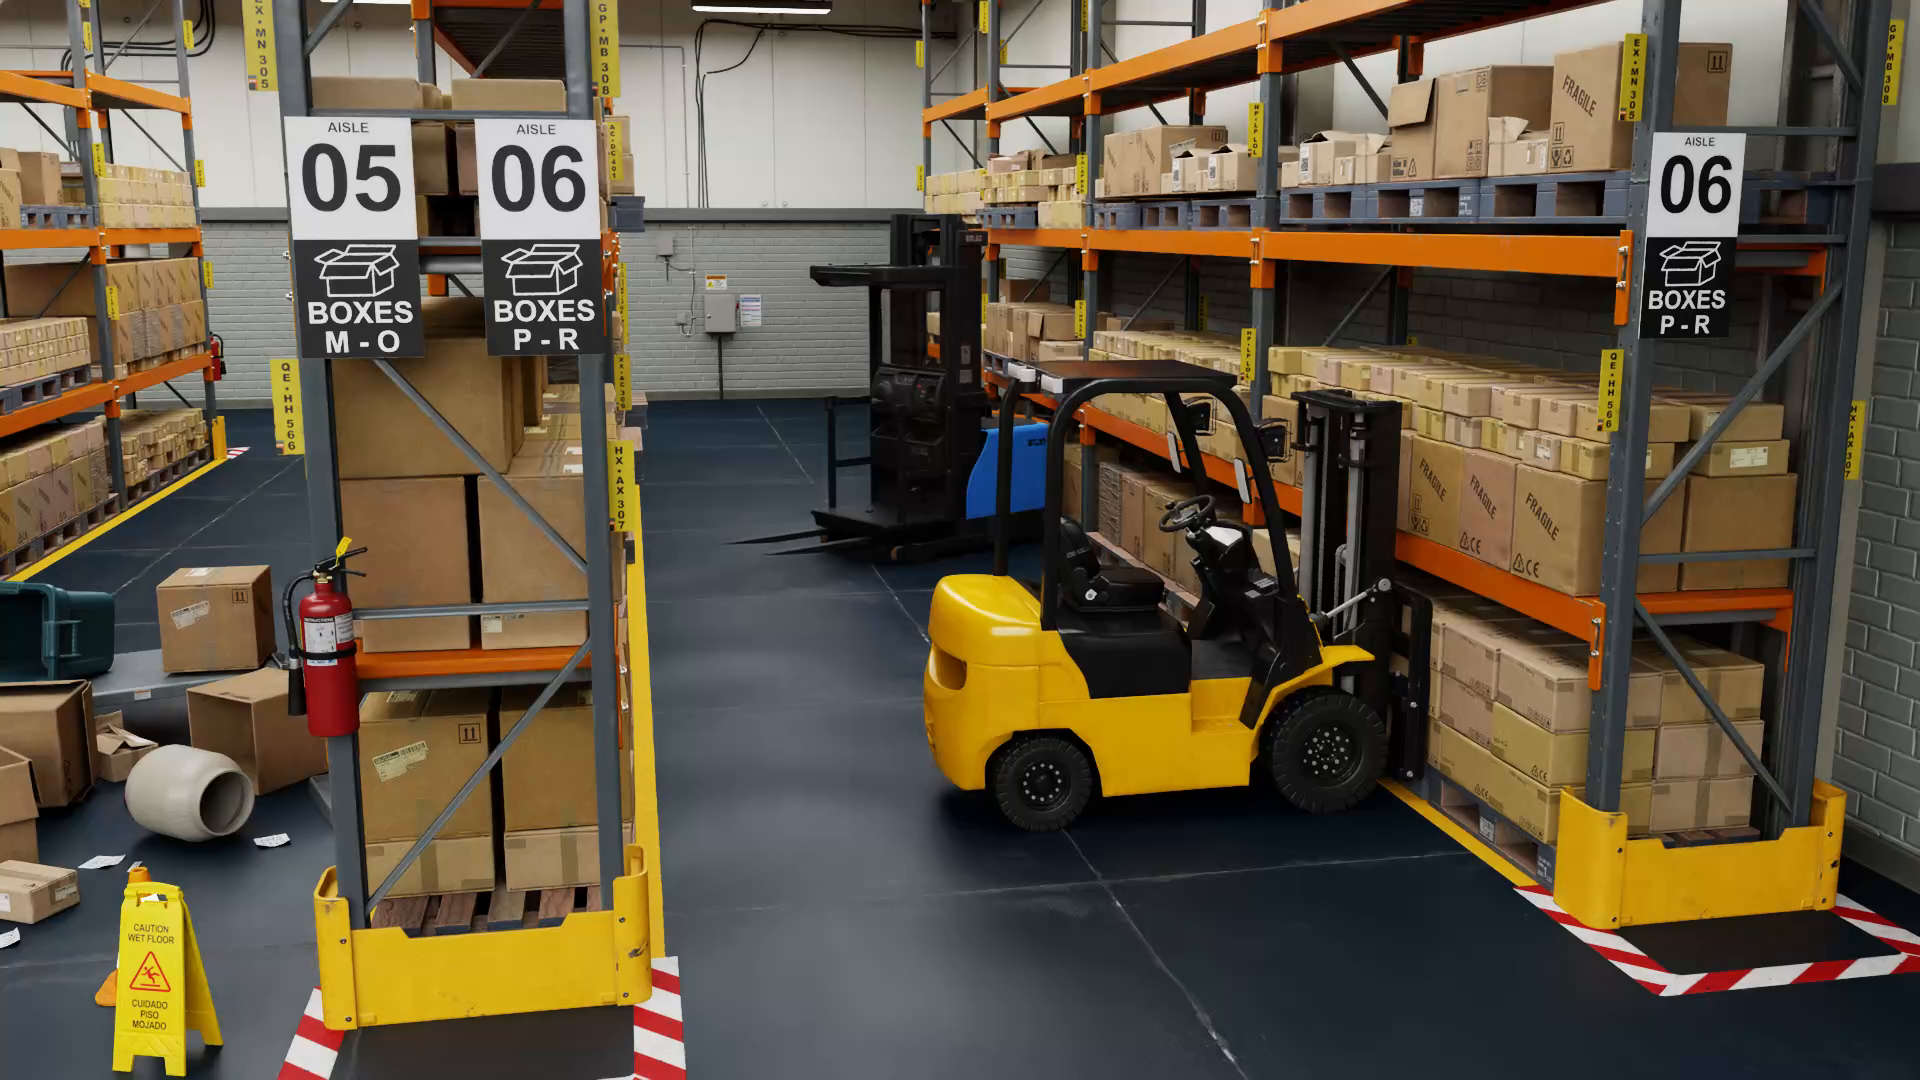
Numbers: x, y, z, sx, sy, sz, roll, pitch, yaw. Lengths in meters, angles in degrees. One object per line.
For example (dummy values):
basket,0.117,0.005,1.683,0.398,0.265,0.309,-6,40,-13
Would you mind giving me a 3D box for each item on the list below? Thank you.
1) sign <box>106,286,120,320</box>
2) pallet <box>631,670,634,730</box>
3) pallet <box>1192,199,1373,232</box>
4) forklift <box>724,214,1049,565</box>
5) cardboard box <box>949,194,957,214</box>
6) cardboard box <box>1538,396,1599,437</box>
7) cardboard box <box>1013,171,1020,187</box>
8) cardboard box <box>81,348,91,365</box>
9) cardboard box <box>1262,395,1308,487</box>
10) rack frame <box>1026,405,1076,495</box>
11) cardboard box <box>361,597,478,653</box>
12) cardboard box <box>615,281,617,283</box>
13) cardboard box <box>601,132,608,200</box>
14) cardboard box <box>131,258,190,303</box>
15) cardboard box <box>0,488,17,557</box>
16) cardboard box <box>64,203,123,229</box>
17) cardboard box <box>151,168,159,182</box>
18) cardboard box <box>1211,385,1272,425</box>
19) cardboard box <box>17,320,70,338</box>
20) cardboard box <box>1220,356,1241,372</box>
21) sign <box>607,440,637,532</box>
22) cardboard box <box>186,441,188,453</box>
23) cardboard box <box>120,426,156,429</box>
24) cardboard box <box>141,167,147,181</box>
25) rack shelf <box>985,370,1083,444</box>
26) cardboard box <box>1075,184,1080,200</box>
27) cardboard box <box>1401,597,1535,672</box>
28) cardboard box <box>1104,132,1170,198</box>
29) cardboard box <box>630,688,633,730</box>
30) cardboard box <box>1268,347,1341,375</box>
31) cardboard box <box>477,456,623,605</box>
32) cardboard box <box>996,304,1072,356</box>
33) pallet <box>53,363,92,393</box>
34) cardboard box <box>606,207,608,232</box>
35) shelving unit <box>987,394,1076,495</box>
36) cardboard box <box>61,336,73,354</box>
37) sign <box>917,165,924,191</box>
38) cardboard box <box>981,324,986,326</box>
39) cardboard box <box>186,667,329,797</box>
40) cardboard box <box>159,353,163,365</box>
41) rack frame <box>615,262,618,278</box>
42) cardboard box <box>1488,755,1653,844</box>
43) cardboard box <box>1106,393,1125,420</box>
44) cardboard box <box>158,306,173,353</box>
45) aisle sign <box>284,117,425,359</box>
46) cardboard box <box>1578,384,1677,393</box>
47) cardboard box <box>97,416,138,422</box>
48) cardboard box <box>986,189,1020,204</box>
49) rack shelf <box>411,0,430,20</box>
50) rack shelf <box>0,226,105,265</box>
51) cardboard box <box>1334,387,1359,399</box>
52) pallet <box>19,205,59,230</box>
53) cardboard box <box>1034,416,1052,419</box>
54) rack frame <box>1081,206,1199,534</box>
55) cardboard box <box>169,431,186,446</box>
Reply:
sign,-8.365,-2.338,16.416,0.100,0.325,0.005,-2,11,-11
pallet,-2.352,1.012,9.369,1.003,0.211,1.213,-2,11,-11
pallet,2.167,-2.202,11.285,0.805,0.209,1.217,-3,11,-13
forklift,-0.616,-1.336,14.428,3.031,2.935,1.130,-9,14,-40
cardboard box,0.165,-4.036,20.014,0.500,0.250,0.500,-2,11,-12
cardboard box,2.774,-0.543,7.285,0.380,0.149,0.250,-2,11,-11
cardboard box,0.741,-3.575,16.476,0.380,0.149,0.250,-2,11,-11
cardboard box,-8.638,-1.766,16.054,0.380,0.149,0.250,-2,11,-12
cardboard box,2.181,-0.619,10.214,0.500,0.500,0.500,-2,11,-13
rack frame,0.760,-0.659,15.371,0.500,1.125,0.032,7,8,-24
cardboard box,-2.022,0.316,6.237,0.380,0.149,0.250,-2,11,-9
cardboard box,-3.553,-2.226,15.983,0.500,0.500,0.500,-2,11,-9
cardboard box,-1.664,-1.487,6.622,0.500,0.250,0.500,-2,11,-12
cardboard box,-9.256,-3.001,19.256,0.500,0.500,0.500,-3,11,-13
cardboard box,-8.019,-0.132,13.485,0.500,0.500,0.500,-3,11,-13
cardboard box,-8.740,-3.243,16.644,0.500,0.250,0.500,-2,11,-8
cardboard box,-9.116,-4.037,18.414,0.380,0.149,0.250,-2,11,-10
cardboard box,2.005,-0.914,11.092,0.500,0.250,0.500,-2,11,-12
cardboard box,-8.538,-1.960,15.485,0.380,0.149,0.250,-2,11,-13
cardboard box,2.003,-1.177,11.408,0.380,0.149,0.250,-2,11,-11
sign,-1.207,-0.191,5.917,0.100,0.325,0.005,-2,11,-11
cardboard box,-9.203,-1.059,19.294,0.380,0.149,0.250,-2,11,-10
cardboard box,-9.042,-1.158,18.223,0.380,0.149,0.250,-3,11,-13
cardboard box,-9.000,-3.942,17.916,0.380,0.149,0.250,-2,11,-13
rack shelf,1.184,-1.408,16.549,1.077,0.370,4.000,-2,11,-11
cardboard box,1.237,-3.095,14.800,0.380,0.149,0.250,-2,11,-12
cardboard box,2.520,0.467,8.330,0.500,0.250,0.500,-2,11,-10
cardboard box,1.475,-3.031,13.472,0.500,0.500,0.500,-2,11,-11
cardboard box,-2.025,0.861,8.937,0.500,0.250,0.500,-2,11,-13
cardboard box,2.122,-1.106,10.239,0.380,0.149,0.250,-2,11,-10
cardboard box,-1.559,-0.038,6.366,0.500,0.500,0.500,-2,11,-12
cardboard box,0.770,-2.192,17.353,0.700,0.500,0.500,-2,11,-10
pallet,-8.903,-1.509,15.668,1.003,0.211,1.213,-2,11,-11
cardboard box,-2.156,-1.783,9.246,0.380,0.149,0.250,-2,11,-11
shelving unit,0.562,-0.752,15.830,0.538,1.125,1.048,7,8,-24
cardboard box,-8.540,-1.818,15.532,0.380,0.149,0.250,-2,11,-9
sign,-0.515,-4.745,21.798,0.100,0.325,0.005,-2,11,-11
cardboard box,0.345,-2.377,19.320,0.500,0.250,0.500,-2,11,-11
cardboard box,-3.644,0.993,8.690,0.500,0.500,0.500,6,12,28
cardboard box,-9.115,-2.022,18.521,0.380,0.149,0.250,-2,11,-10
rack frame,-4.073,-1.947,17.457,1.000,3.000,0.127,-2,11,-11
cardboard box,2.728,1.142,7.456,0.500,0.250,0.500,-2,11,-11
cardboard box,1.512,-1.138,13.609,0.500,0.250,0.500,-2,11,-12
cardboard box,-9.057,-2.325,18.381,0.500,0.500,0.500,-2,11,-8
aisle sign,-2.012,-1.001,5.536,0.394,0.787,0.004,-2,11,-11
cardboard box,3.156,-0.654,7.864,0.380,0.149,0.250,-2,11,-11
cardboard box,-9.694,-1.332,19.138,0.380,0.149,0.250,-3,11,-14
cardboard box,0.479,-3.616,17.484,0.380,0.149,0.250,-2,11,-10
rack shelf,-2.128,-2.705,7.328,1.077,0.370,4.000,-2,11,-11
rack shelf,-8.520,-2.502,14.274,1.077,0.370,4.000,-2,11,-11
cardboard box,2.310,-0.770,9.273,0.380,0.149,0.250,-2,11,-12
pallet,-8.689,-2.823,14.537,1.213,0.211,1.003,-2,11,-11
cardboard box,0.861,-1.205,17.388,0.380,0.149,0.250,-2,11,-12
rack frame,1.573,-1.395,14.555,1.000,3.000,0.127,-2,11,-11
cardboard box,-9.088,-1.158,19.017,0.380,0.149,0.250,-2,11,-10
